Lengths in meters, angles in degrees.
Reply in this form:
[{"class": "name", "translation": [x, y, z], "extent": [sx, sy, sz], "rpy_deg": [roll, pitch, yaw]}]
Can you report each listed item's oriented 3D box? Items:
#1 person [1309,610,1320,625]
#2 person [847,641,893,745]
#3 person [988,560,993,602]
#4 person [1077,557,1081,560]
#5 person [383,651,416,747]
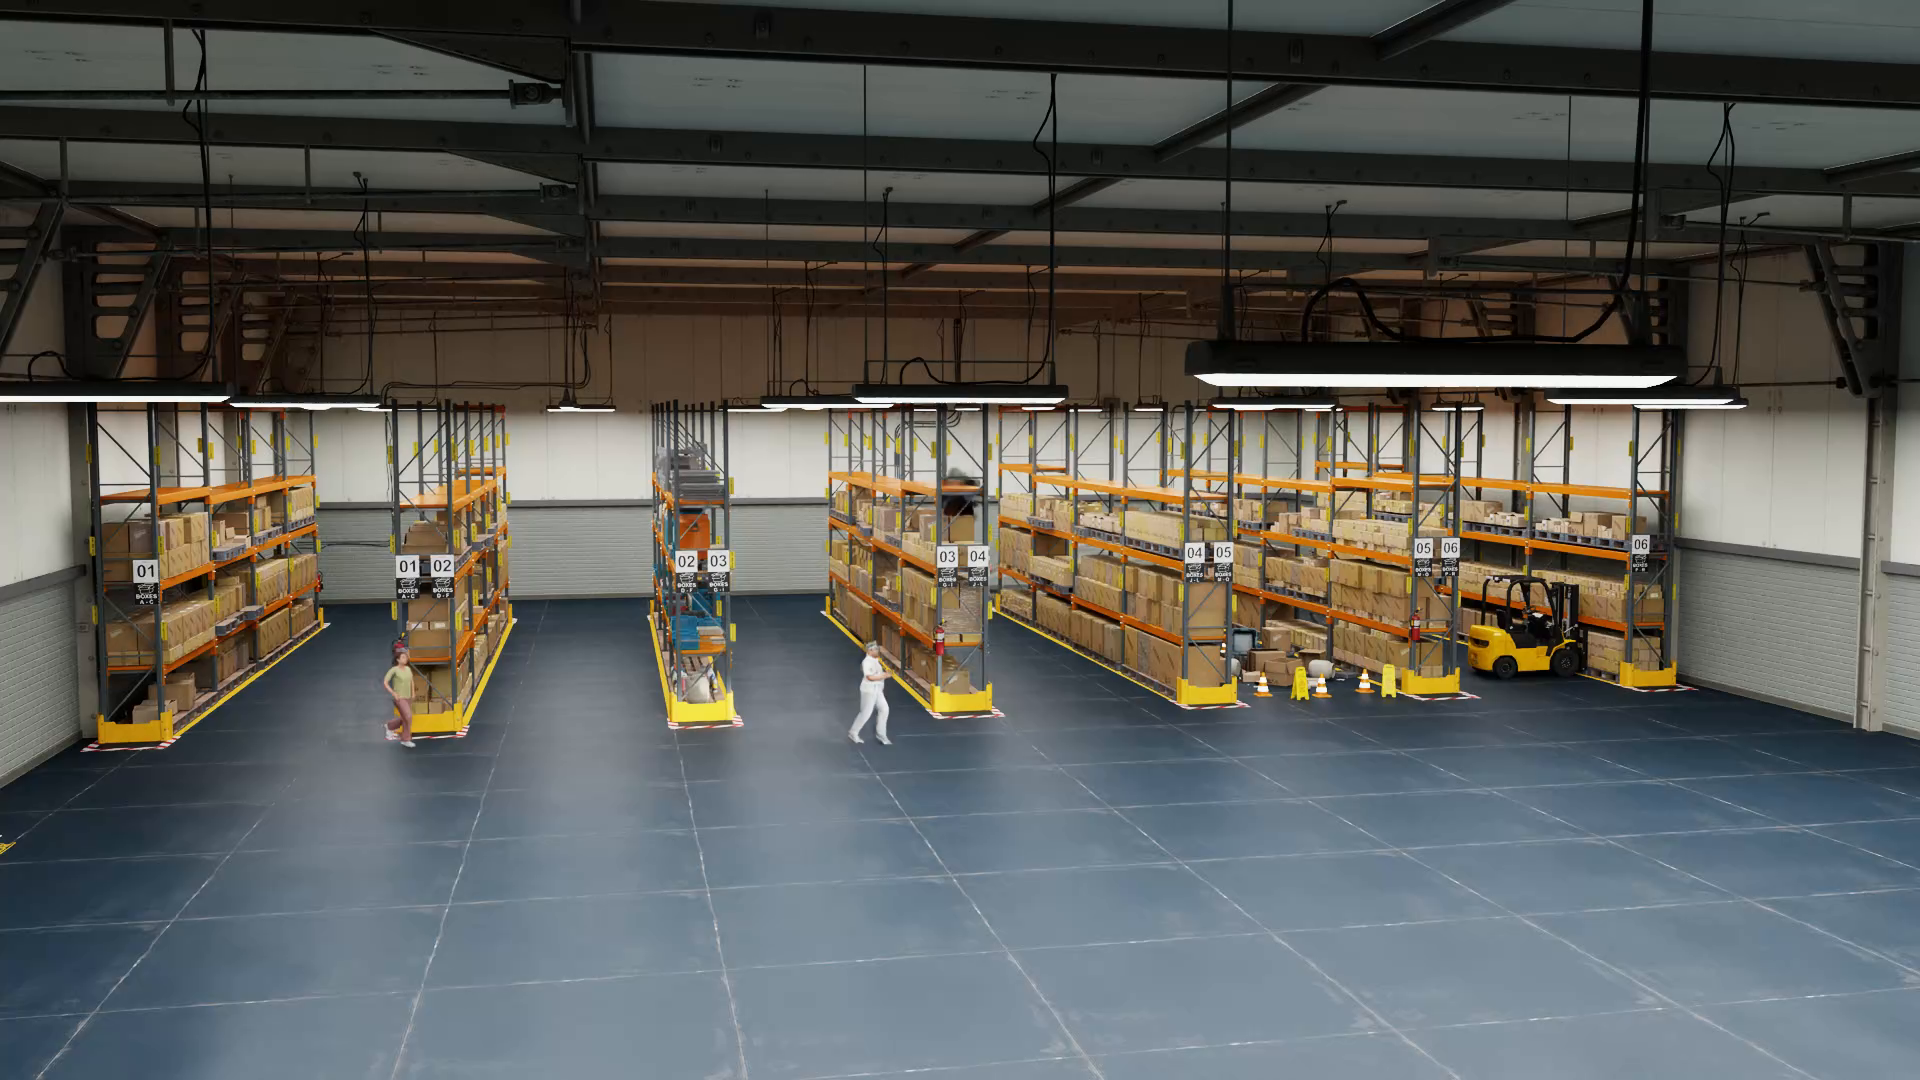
[{"class": "person", "translation": [9.255, 1.603, 43.434], "extent": [0.569, 1.660, 0.926], "rpy_deg": [-1, 5, -18]}, {"class": "person", "translation": [-1.551, 2.668, 28.828], "extent": [0.810, 1.858, 0.678], "rpy_deg": [1, 4, 14]}, {"class": "person", "translation": [0.662, 1.123, 49.547], "extent": [0.752, 1.768, 0.699], "rpy_deg": [-3, 5, -34]}, {"class": "person", "translation": [3.404, 1.301, 48.075], "extent": [0.514, 1.623, 0.652], "rpy_deg": [-1, 4, -16]}, {"class": "person", "translation": [-9.725, 2.743, 28.869], "extent": [0.732, 1.644, 0.602], "rpy_deg": [2, 5, 27]}]
